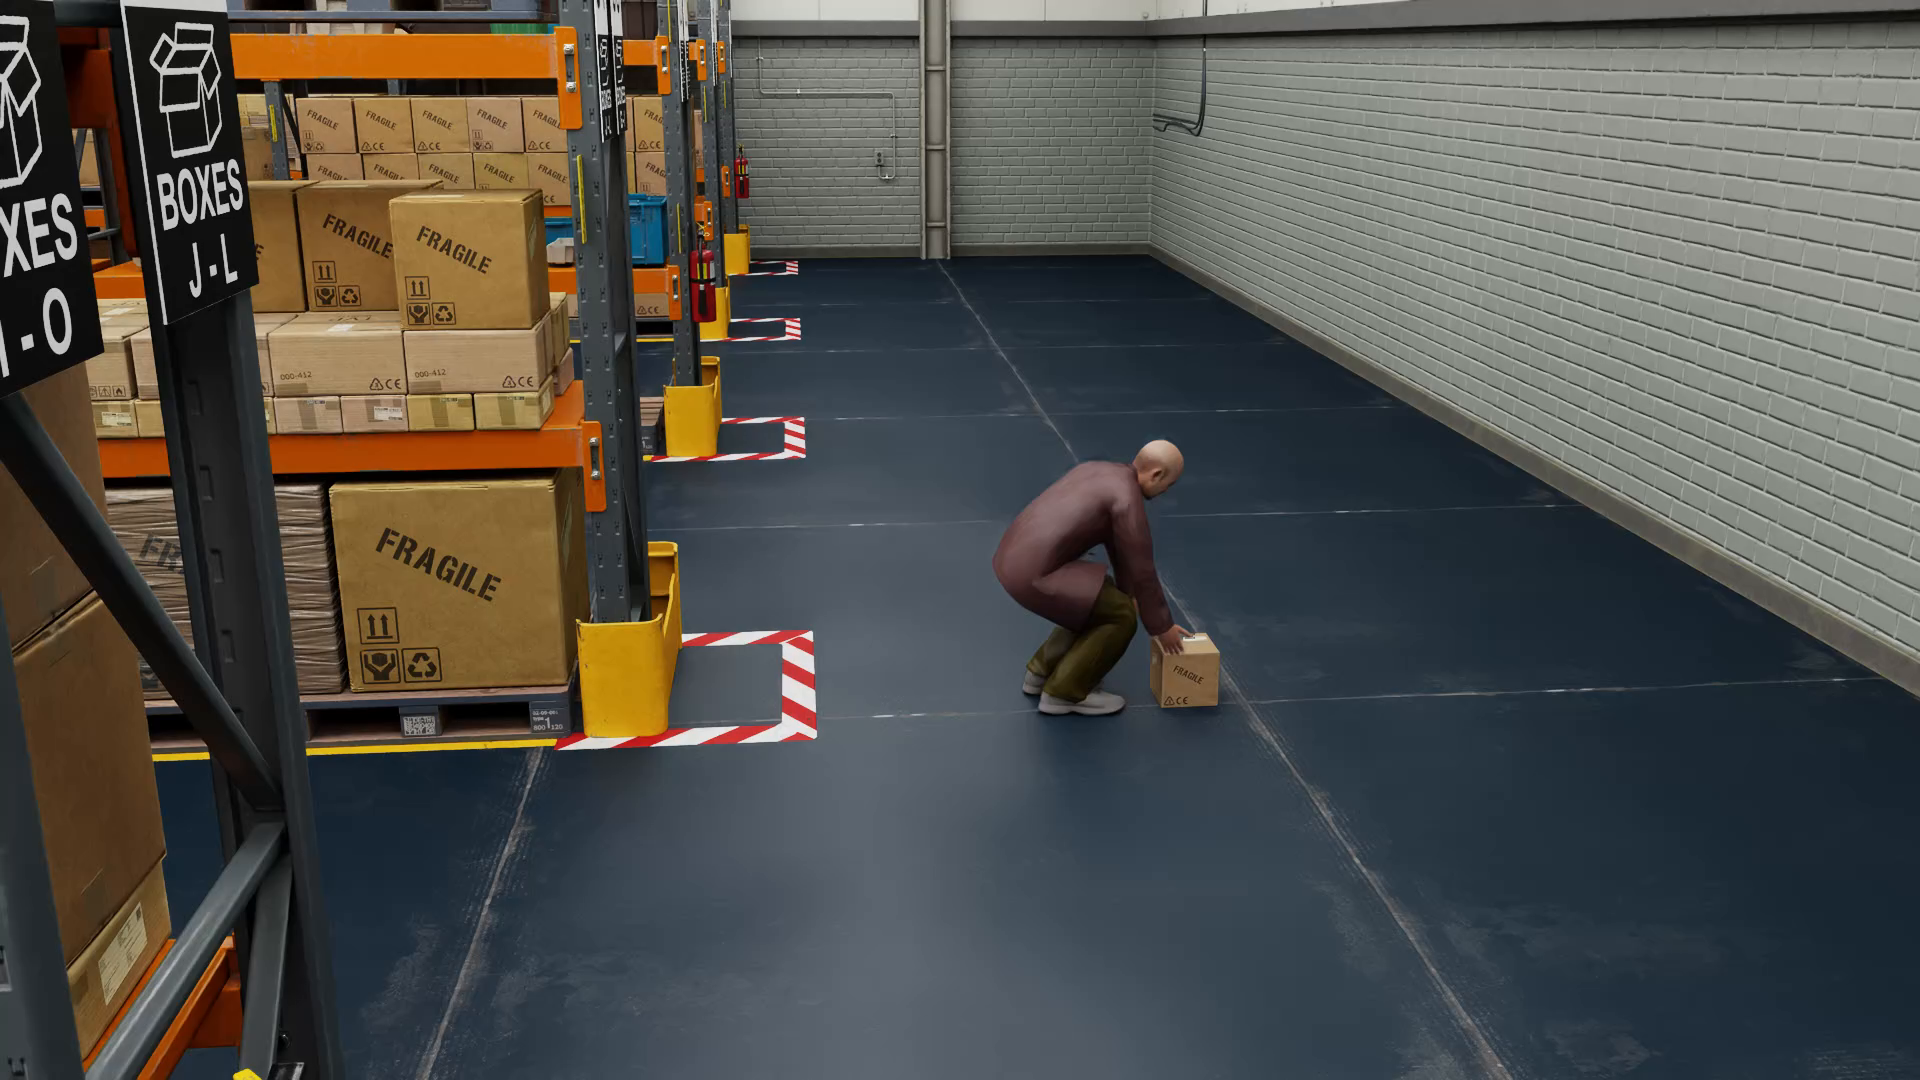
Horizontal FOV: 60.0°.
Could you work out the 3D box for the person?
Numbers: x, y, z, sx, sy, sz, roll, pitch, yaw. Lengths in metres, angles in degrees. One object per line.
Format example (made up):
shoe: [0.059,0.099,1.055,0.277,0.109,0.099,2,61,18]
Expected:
person: [0.553,0.146,7.176,0.843,1.153,0.620,-2,17,-6]
